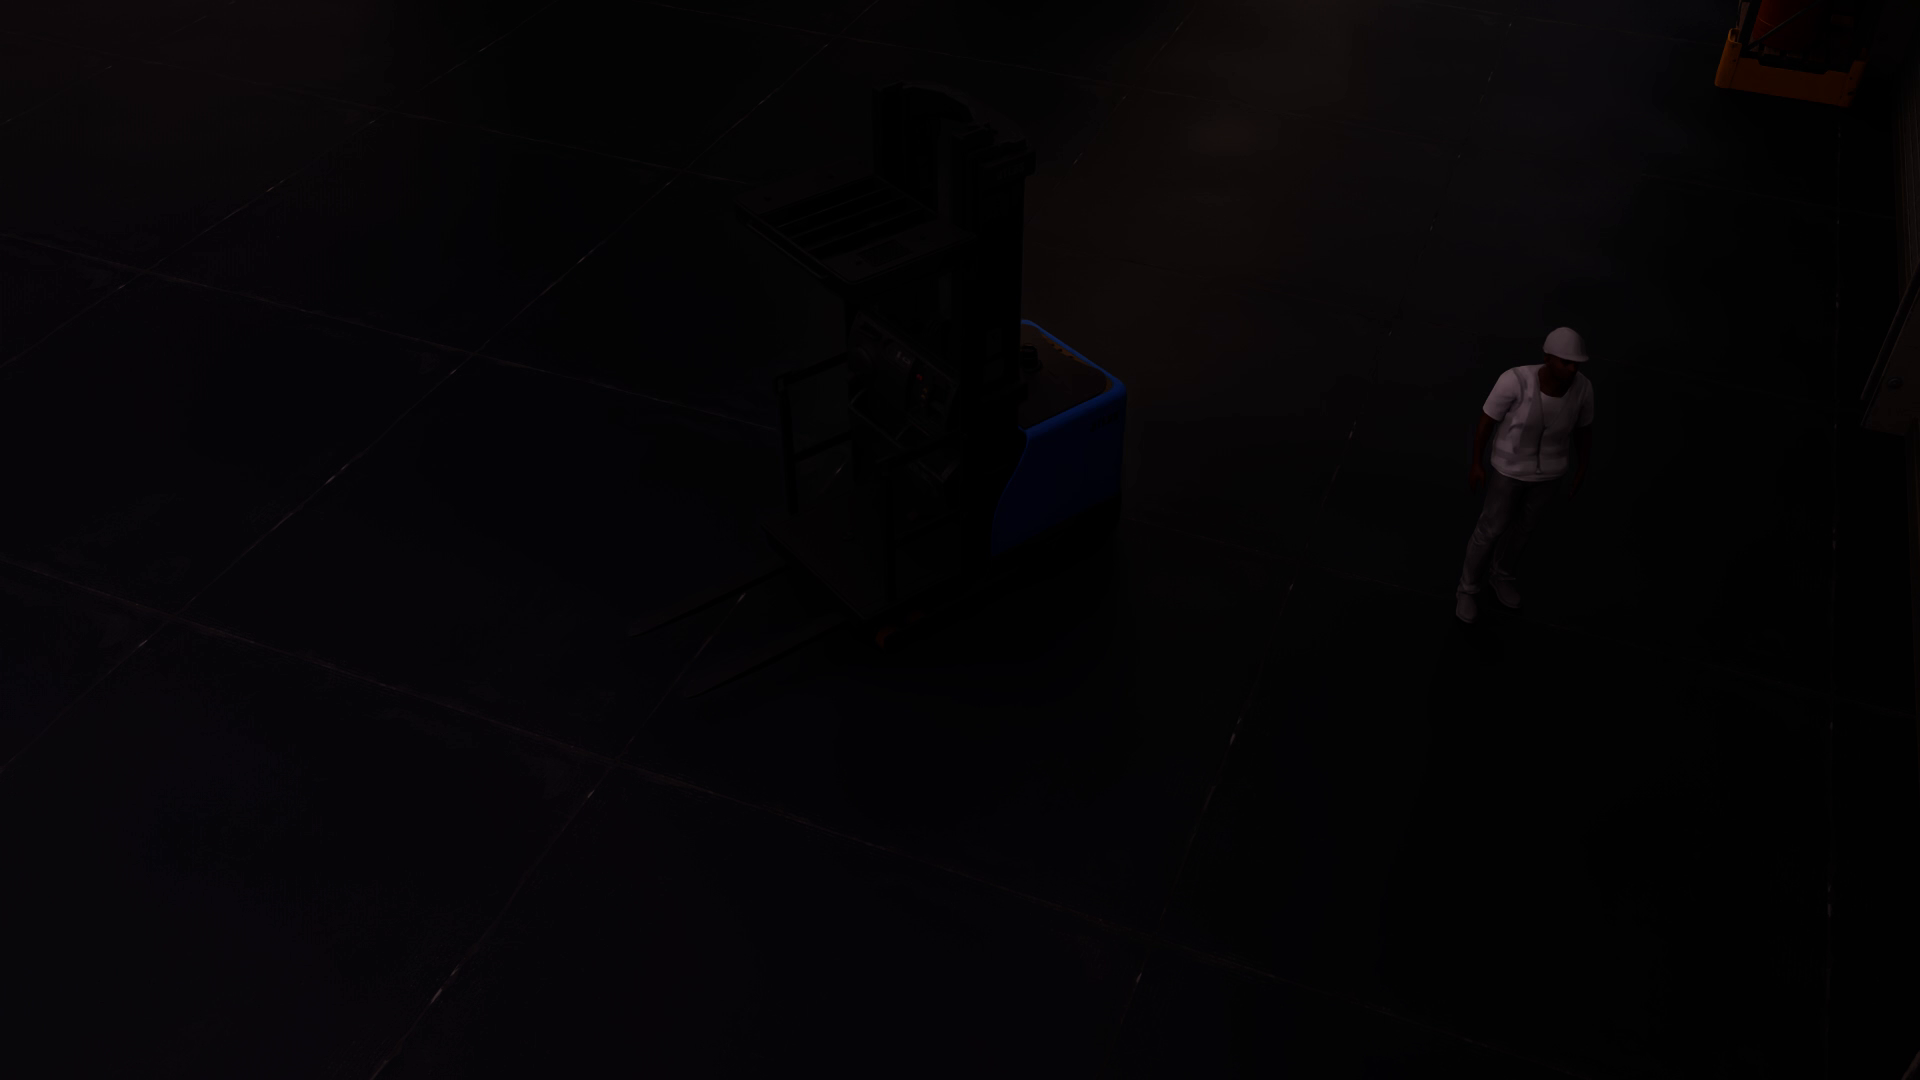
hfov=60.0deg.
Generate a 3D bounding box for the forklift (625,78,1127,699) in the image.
[{"bbox_3d":[-0.483,-0.866,9.041,3.031,2.935,1.130,-27,47,-28],"label":"forklift"}]

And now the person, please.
[{"bbox_3d":[3.205,-0.354,9.332,0.671,1.761,0.578,-1,40,-1],"label":"person"}]
